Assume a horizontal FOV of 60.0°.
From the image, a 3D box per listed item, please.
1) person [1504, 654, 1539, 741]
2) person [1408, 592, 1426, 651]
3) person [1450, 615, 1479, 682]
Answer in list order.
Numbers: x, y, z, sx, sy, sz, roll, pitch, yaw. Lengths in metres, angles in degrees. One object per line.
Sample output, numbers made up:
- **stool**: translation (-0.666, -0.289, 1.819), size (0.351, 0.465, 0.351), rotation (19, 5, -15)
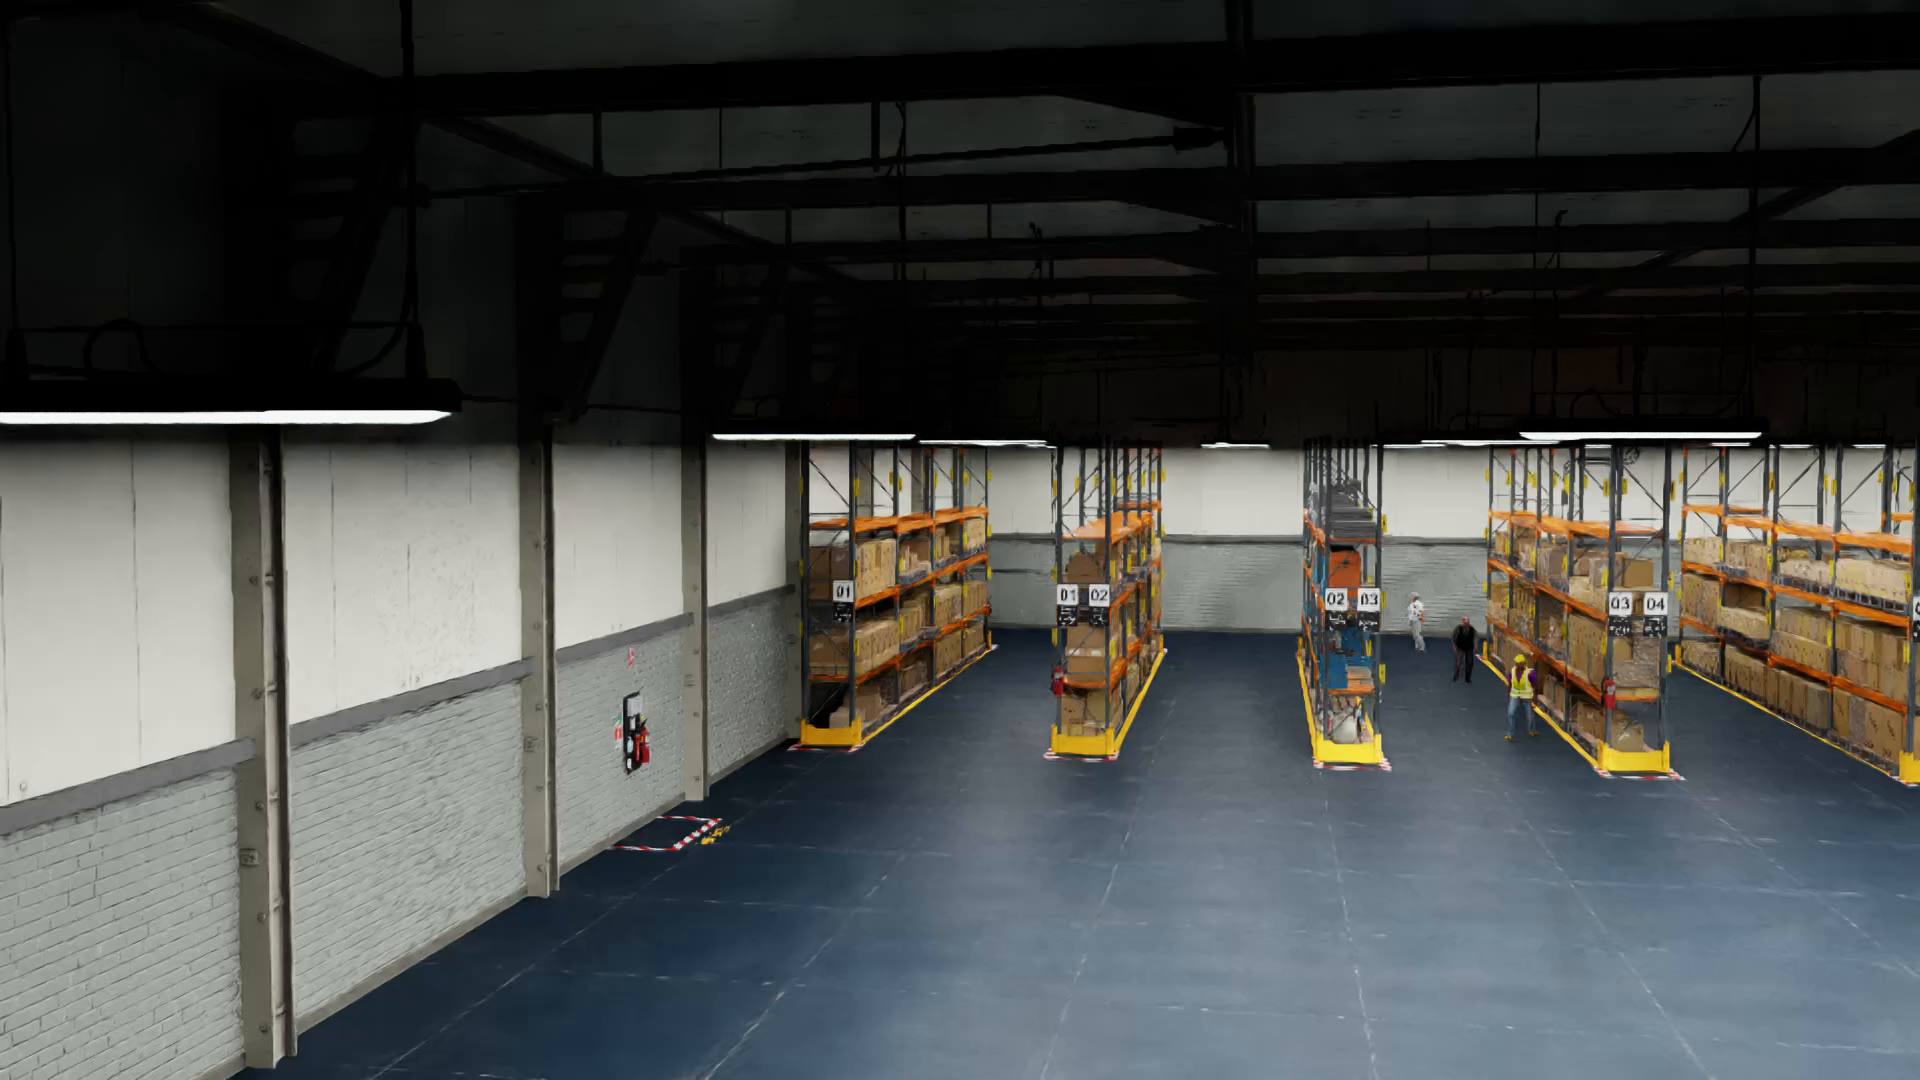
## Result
- **person**: translation (11.102, 3.097, 32.850), size (0.618, 1.713, 0.963), rotation (2, 4, 33)
- **person**: translation (13.030, 2.325, 47.392), size (0.412, 1.659, 0.596), rotation (-1, 3, -20)
- **person**: translation (12.434, 2.678, 40.989), size (0.677, 1.674, 0.534), rotation (0, 3, 8)
